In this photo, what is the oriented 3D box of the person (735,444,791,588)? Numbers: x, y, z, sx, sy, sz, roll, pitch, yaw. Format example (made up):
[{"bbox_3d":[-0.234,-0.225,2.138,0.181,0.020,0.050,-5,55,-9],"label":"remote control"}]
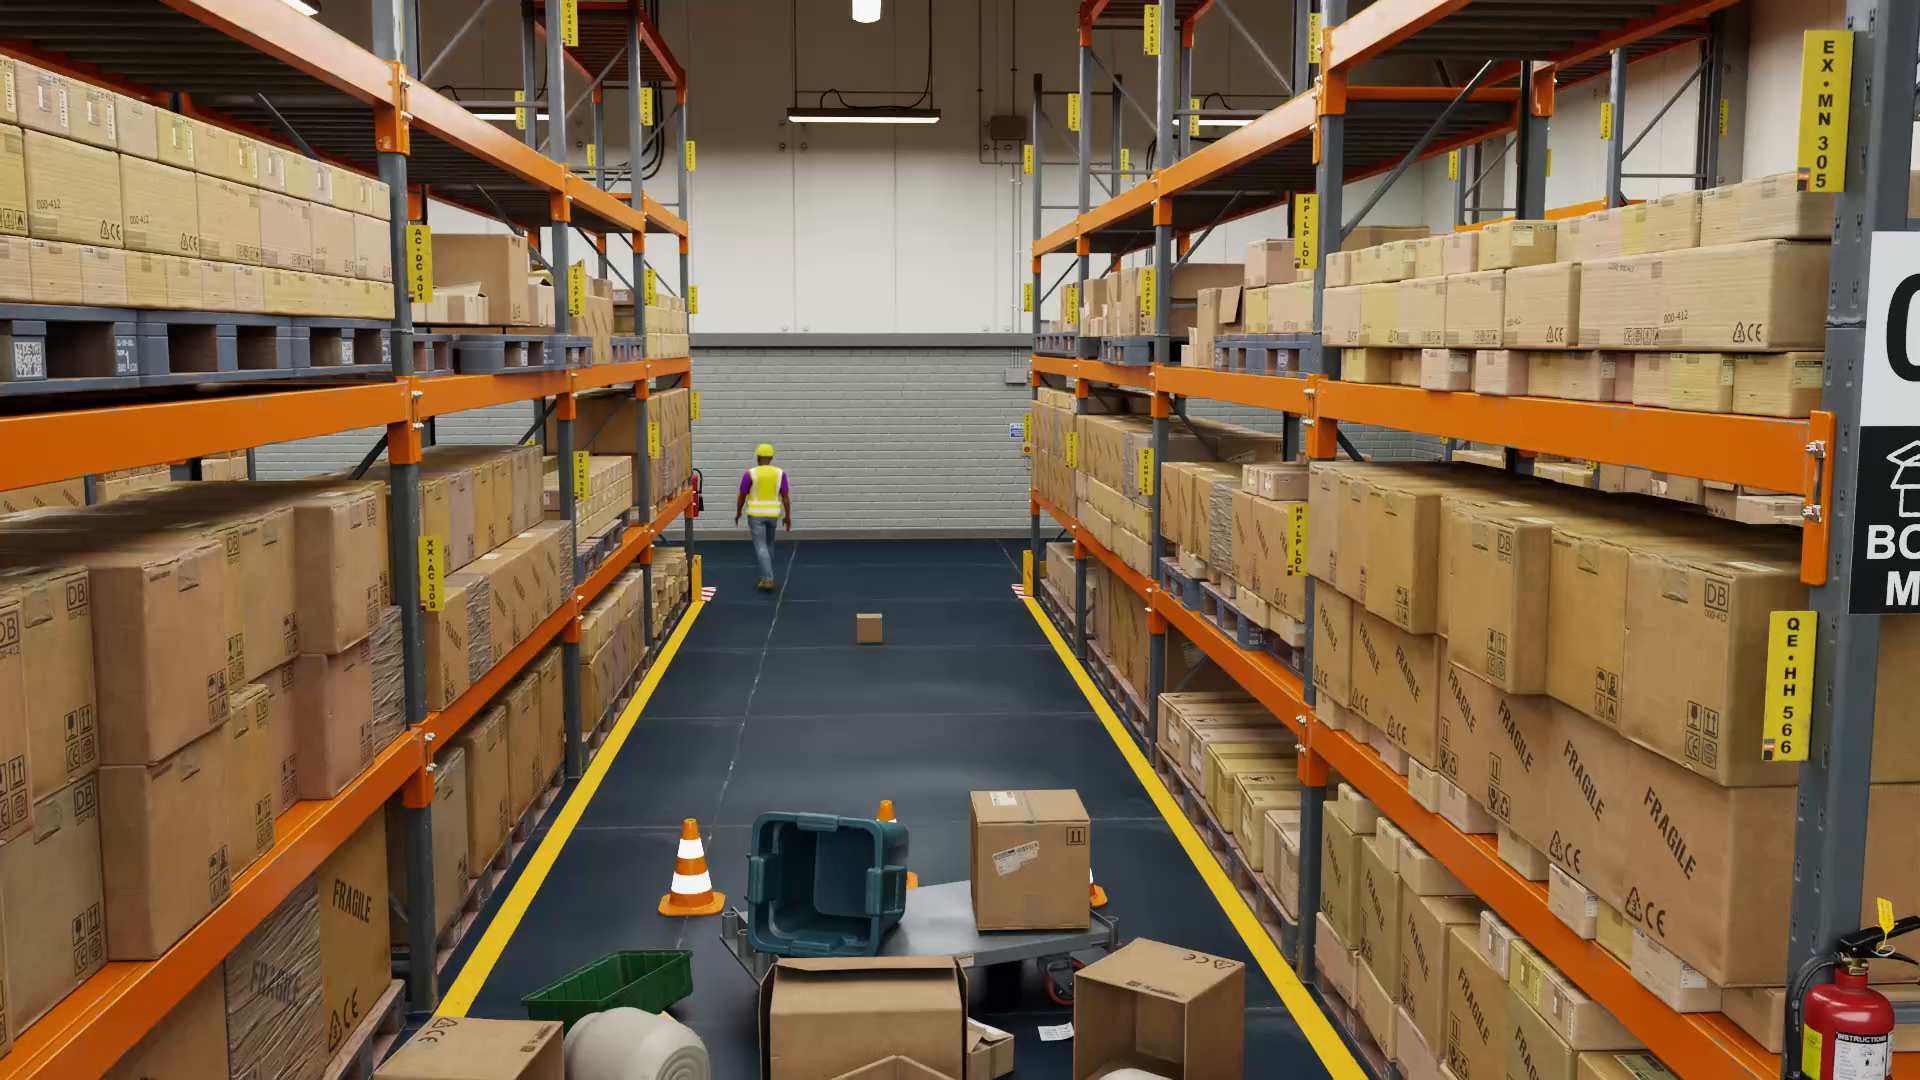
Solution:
[{"bbox_3d":[-2.422,-0.317,20.156,0.609,1.711,1.001,-4,8,-28],"label":"person"}]
